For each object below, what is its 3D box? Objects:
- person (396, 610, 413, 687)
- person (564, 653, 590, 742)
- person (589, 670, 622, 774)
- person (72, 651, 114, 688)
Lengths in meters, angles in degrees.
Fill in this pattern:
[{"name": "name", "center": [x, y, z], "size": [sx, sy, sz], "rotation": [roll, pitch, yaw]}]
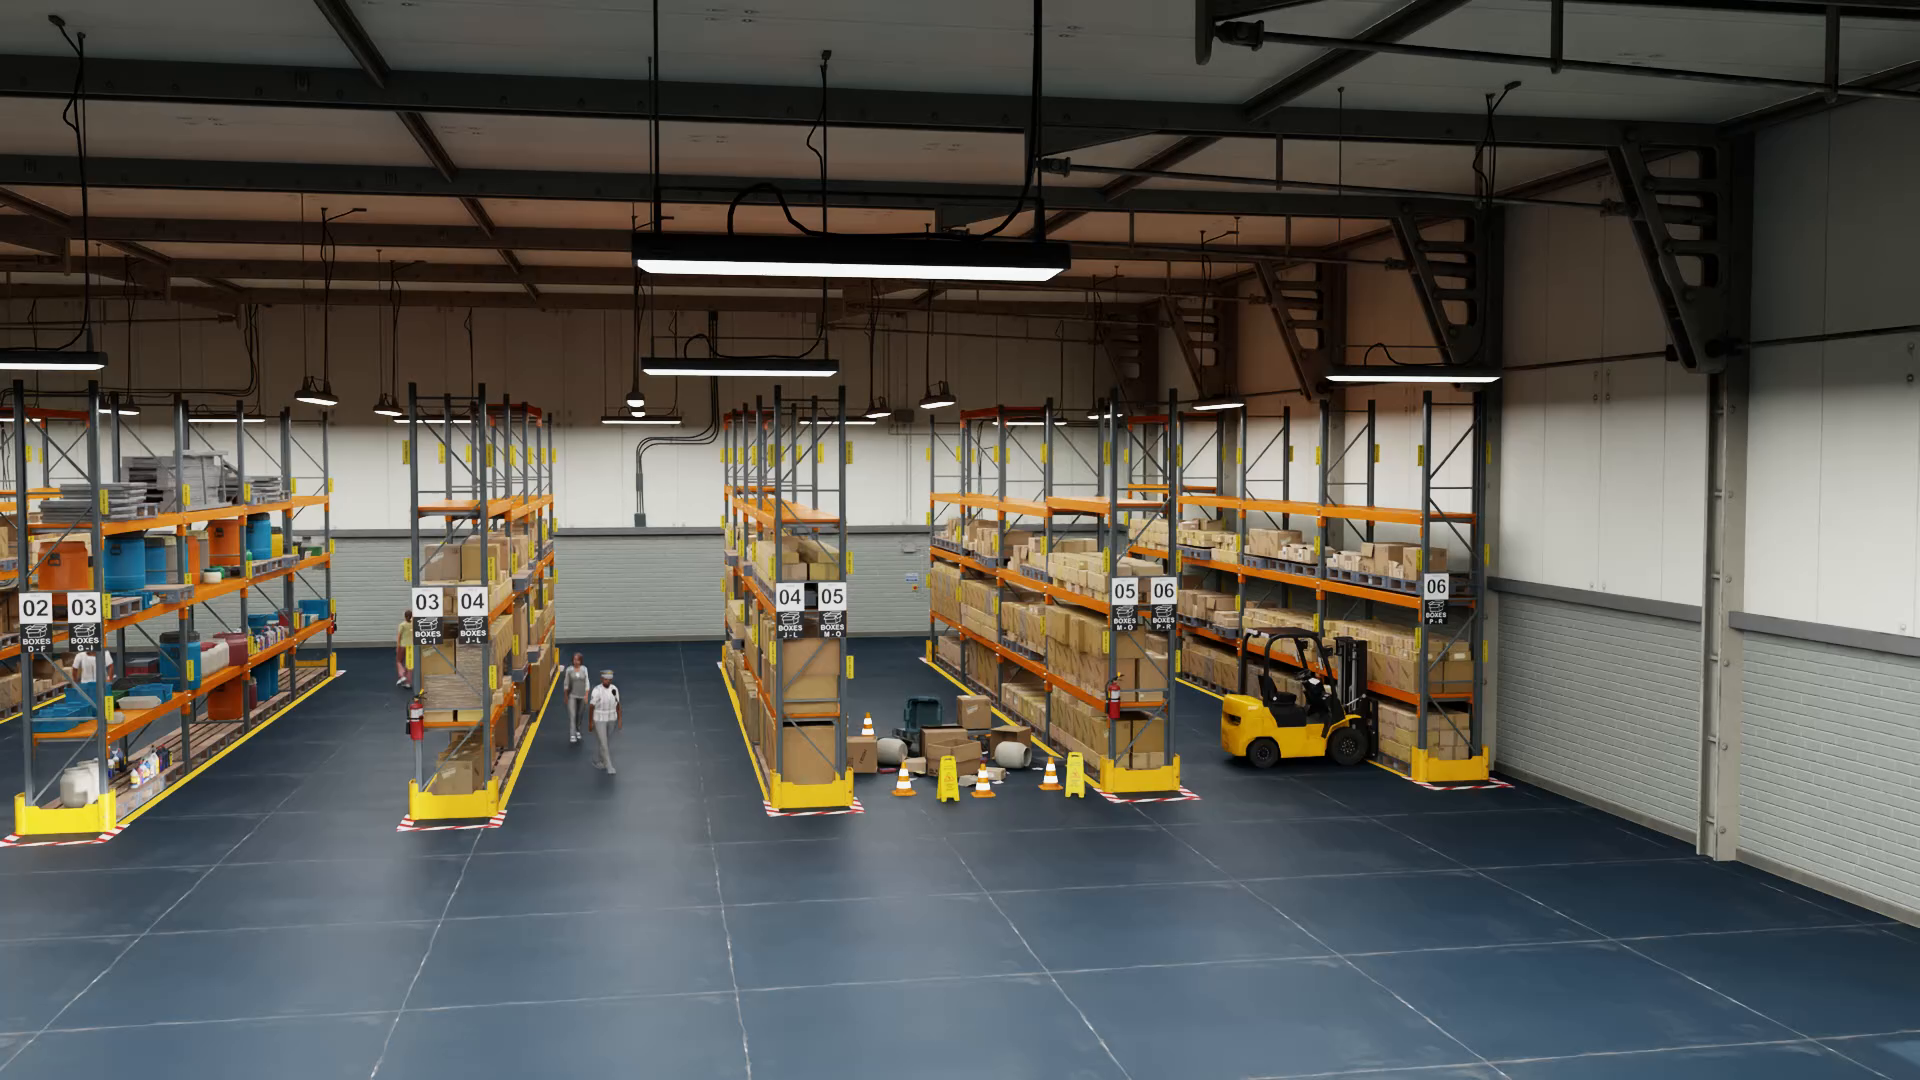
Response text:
[{"name": "person", "center": [-11.929, 2.340, 35.893], "size": [0.503, 1.670, 0.451], "rotation": [-1, 3, -25]}, {"name": "person", "center": [-6.665, 2.737, 28.965], "size": [0.434, 1.546, 0.967], "rotation": [-1, 3, -25]}, {"name": "person", "center": [-5.557, 2.843, 26.153], "size": [1.010, 1.612, 0.482], "rotation": [3, 4, 45]}, {"name": "person", "center": [-15.805, 2.603, 30.325], "size": [0.672, 1.741, 0.623], "rotation": [-1, 3, -23]}]
